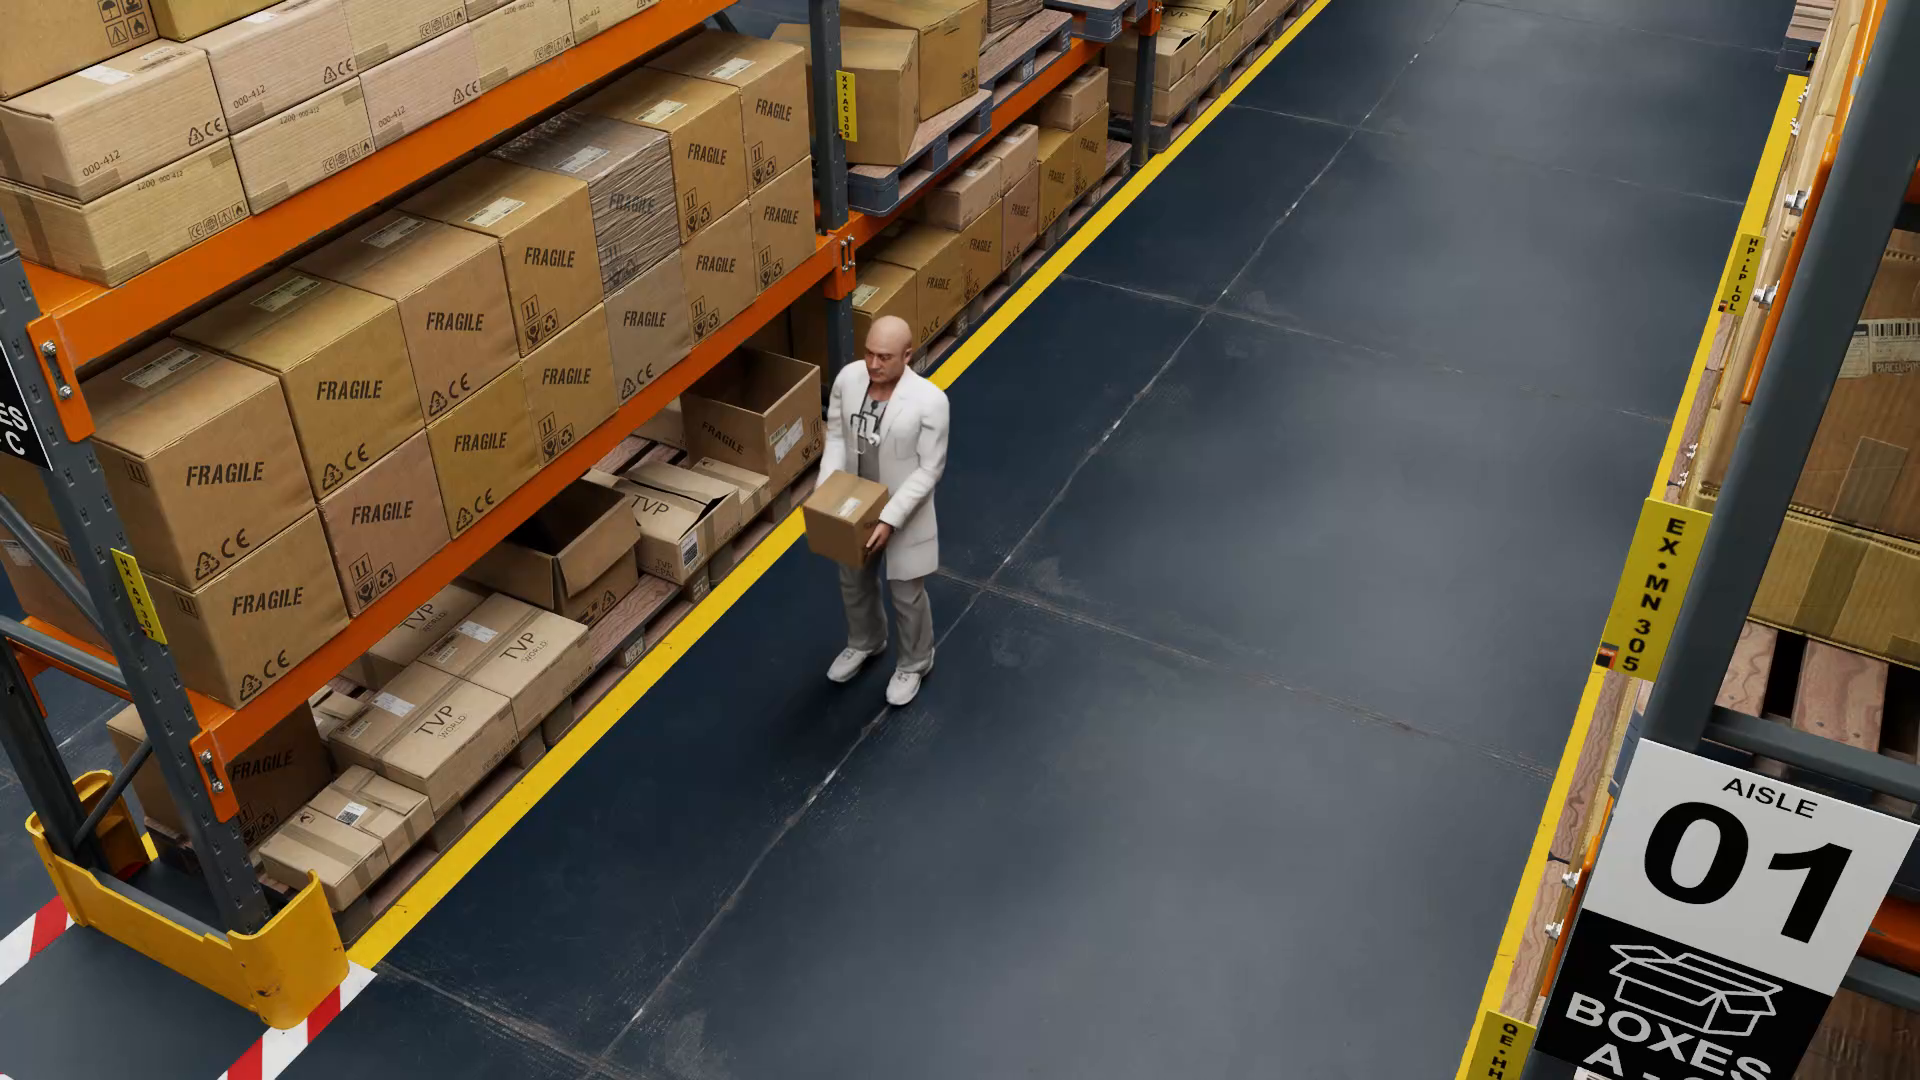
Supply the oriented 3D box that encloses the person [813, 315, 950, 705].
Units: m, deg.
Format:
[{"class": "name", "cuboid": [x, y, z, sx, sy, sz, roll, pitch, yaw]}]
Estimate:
[{"class": "person", "cuboid": [-0.355, -0.078, 6.859, 0.554, 1.781, 0.527, 19, 42, 24]}]
